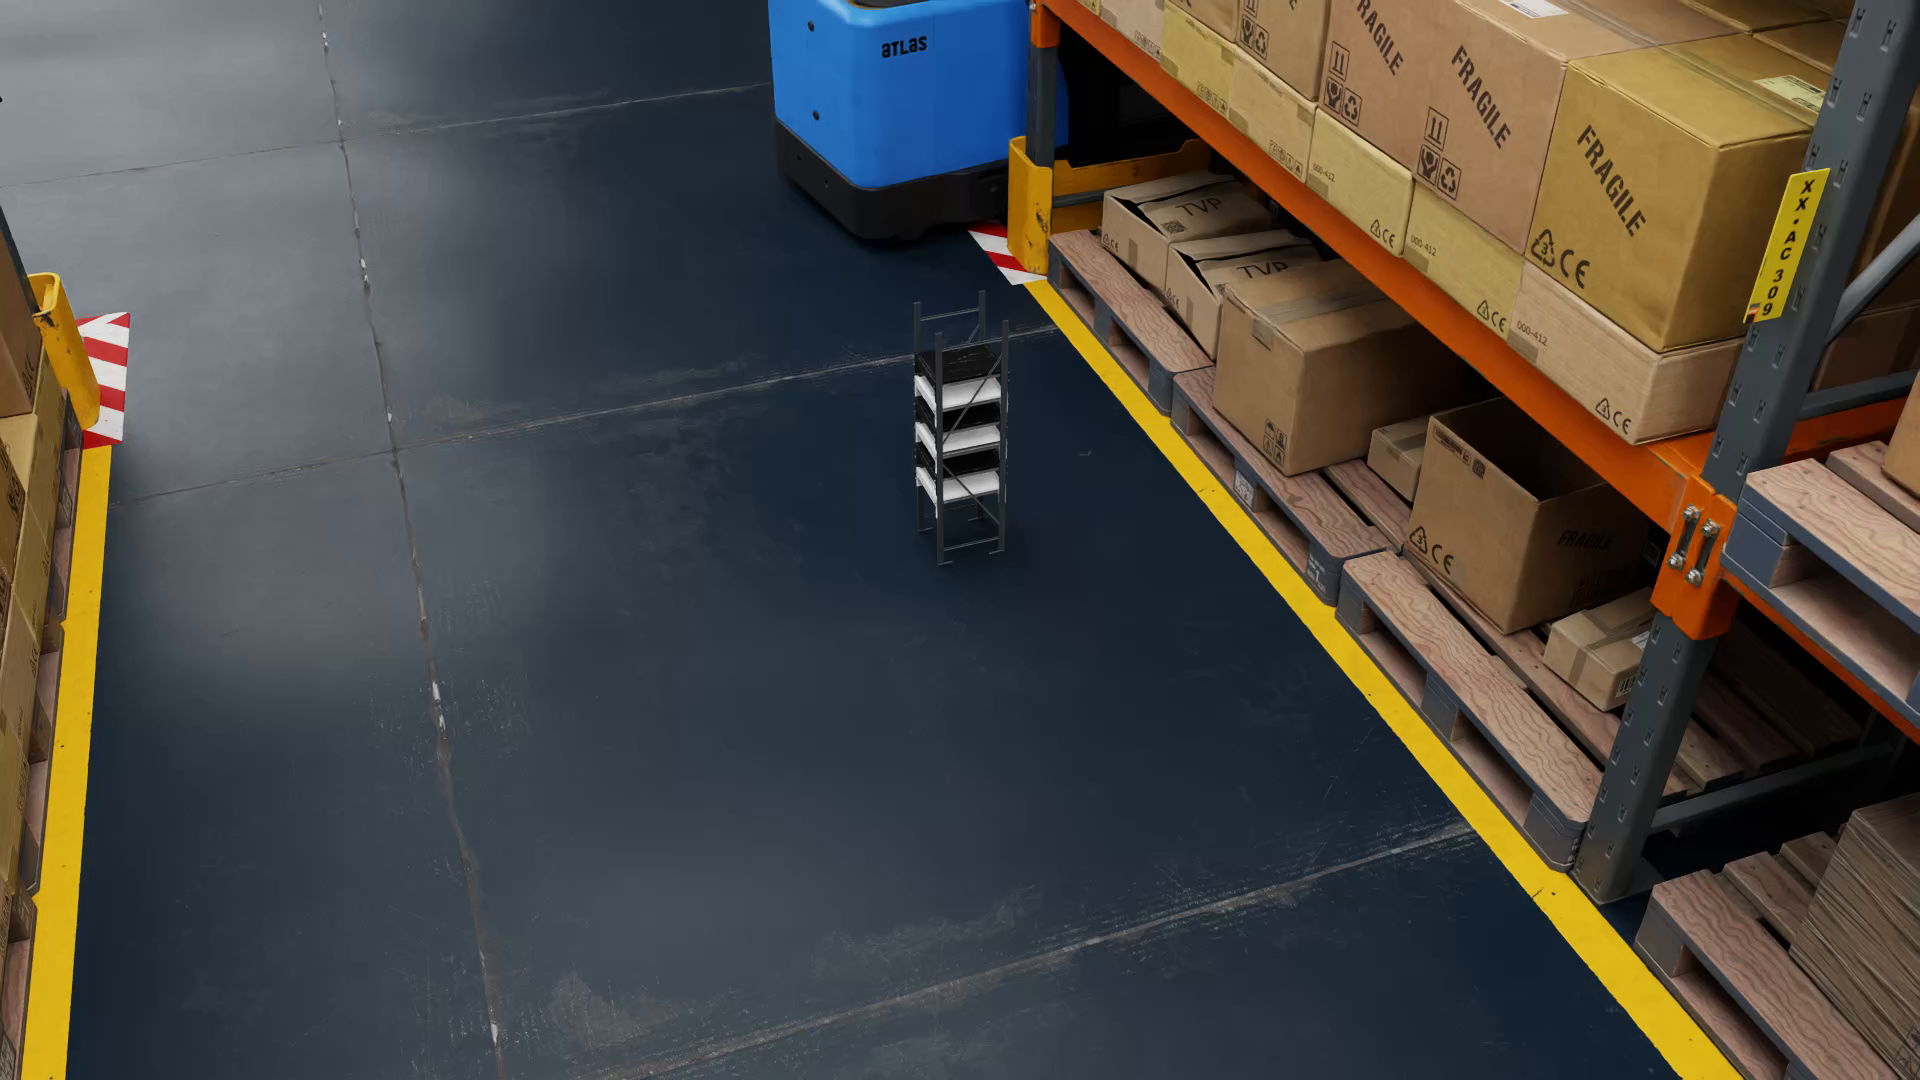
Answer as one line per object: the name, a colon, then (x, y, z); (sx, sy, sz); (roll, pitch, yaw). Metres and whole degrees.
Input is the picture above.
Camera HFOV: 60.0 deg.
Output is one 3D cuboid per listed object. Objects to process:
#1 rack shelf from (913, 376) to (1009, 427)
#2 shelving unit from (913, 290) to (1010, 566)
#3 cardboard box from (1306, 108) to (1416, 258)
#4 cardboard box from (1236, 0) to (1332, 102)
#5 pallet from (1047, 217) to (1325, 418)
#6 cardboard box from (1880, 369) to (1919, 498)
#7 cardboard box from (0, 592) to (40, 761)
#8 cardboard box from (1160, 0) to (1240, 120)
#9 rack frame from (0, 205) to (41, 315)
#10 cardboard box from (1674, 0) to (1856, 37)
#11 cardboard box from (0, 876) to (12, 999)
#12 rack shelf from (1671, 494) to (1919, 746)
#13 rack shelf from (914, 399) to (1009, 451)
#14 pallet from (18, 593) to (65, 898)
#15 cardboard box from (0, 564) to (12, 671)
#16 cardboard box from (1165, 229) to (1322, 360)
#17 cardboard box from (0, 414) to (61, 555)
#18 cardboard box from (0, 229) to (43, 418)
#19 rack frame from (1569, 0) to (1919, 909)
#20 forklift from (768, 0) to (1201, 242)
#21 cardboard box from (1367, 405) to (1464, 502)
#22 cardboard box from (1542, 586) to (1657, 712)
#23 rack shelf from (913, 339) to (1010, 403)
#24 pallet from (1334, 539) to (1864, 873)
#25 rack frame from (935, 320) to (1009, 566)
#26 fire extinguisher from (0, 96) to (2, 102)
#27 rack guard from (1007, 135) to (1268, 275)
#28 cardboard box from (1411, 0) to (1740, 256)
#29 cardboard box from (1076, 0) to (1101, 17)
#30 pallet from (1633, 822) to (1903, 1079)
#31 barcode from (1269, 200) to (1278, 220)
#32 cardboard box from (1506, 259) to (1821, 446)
rack shelf: (0.003, -0.472, 5.385); (0.258, 0.077, 0.200); (-12, 39, -16)
shelving unit: (0.003, -0.355, 5.473); (0.258, 0.900, 0.210); (-12, 39, -16)
cardboard box: (1.353, -1.069, 4.784); (0.500, 0.250, 0.500); (-13, 39, -16)
cardboard box: (1.179, -1.664, 4.951); (0.500, 0.500, 0.500); (-11, 38, -15)
pallet: (1.048, -0.989, 6.887); (1.003, 0.211, 1.213); (-12, 39, -16)
cardboard box: (2.295, -0.273, 3.171); (0.700, 0.500, 0.500); (-12, 39, -16)
cardboard box: (-2.885, 0.433, 4.618); (0.500, 0.250, 0.500); (-12, 39, -16)
cardboard box: (1.007, -1.639, 5.541); (0.500, 0.250, 0.500); (-13, 39, -17)
rack frame: (-3.874, -1.584, 5.360); (1.000, 3.000, 0.127); (-12, 39, -16)
cardboard box: (2.012, -1.202, 4.337); (0.500, 0.500, 0.500); (-13, 39, -16)
cardboard box: (-2.540, 0.998, 3.868); (0.500, 0.250, 0.500); (-12, 39, -16)
rack shelf: (2.840, 1.065, 2.441); (1.077, 0.370, 4.000); (-12, 39, -16)
rack shelf: (0.003, -0.400, 5.439); (0.258, 0.077, 0.200); (-12, 39, -16)
pallet: (-3.156, 0.641, 4.723); (1.003, 0.211, 1.213); (-12, 39, -16)
cardboard box: (-2.882, 0.133, 4.394); (0.500, 0.500, 0.500); (-12, 39, -16)
cardboard box: (1.125, -0.982, 6.430); (0.500, 0.311, 0.500); (-9, 38, -12)
cardboard box: (-3.229, -0.132, 5.368); (0.500, 0.250, 0.500); (-12, 39, -16)
cardboard box: (-3.410, -0.712, 5.515); (0.500, 0.500, 0.500); (-12, 39, -16)
rack frame: (2.152, -0.352, 3.724); (1.000, 3.000, 0.127); (-12, 39, -16)
forklift: (0.651, -3.142, 7.485); (3.031, 2.935, 1.130); (-18, 41, -23)
cardboard box: (1.620, -0.297, 5.655); (0.380, 0.149, 0.250); (-16, 40, -20)
cardboard box: (1.940, 0.308, 4.837); (0.380, 0.166, 0.250); (-18, 40, -22)
rack shelf: (0.003, -0.544, 5.331); (0.258, 0.077, 0.200); (-12, 39, -16)
pallet: (1.888, 0.390, 5.057); (1.003, 0.211, 1.213); (-12, 39, -16)
rack frame: (0.038, -0.297, 5.397); (0.240, 0.900, 0.006); (-12, 39, -16)
fire extinguisher: (-3.479, -1.716, 5.600); (0.296, 0.674, 0.183); (-12, 39, -16)
rack guard: (0.802, -1.570, 7.419); (1.175, 0.500, 0.348); (-12, 39, -16)
cardboard box: (1.522, -1.084, 4.180); (0.500, 0.500, 0.500); (-13, 39, -16)
cardboard box: (0.645, -2.218, 6.310); (0.500, 0.250, 0.500); (-14, 39, -17)
pallet: (2.421, 1.201, 3.980); (1.003, 0.211, 1.213); (-12, 39, -16)
barcode: (1.311, -1.380, 6.951); (0.001, 0.075, 0.075); (-12, 39, -16)
cardboard box: (1.704, -0.505, 4.035); (0.500, 0.250, 0.500); (-12, 39, -16)
